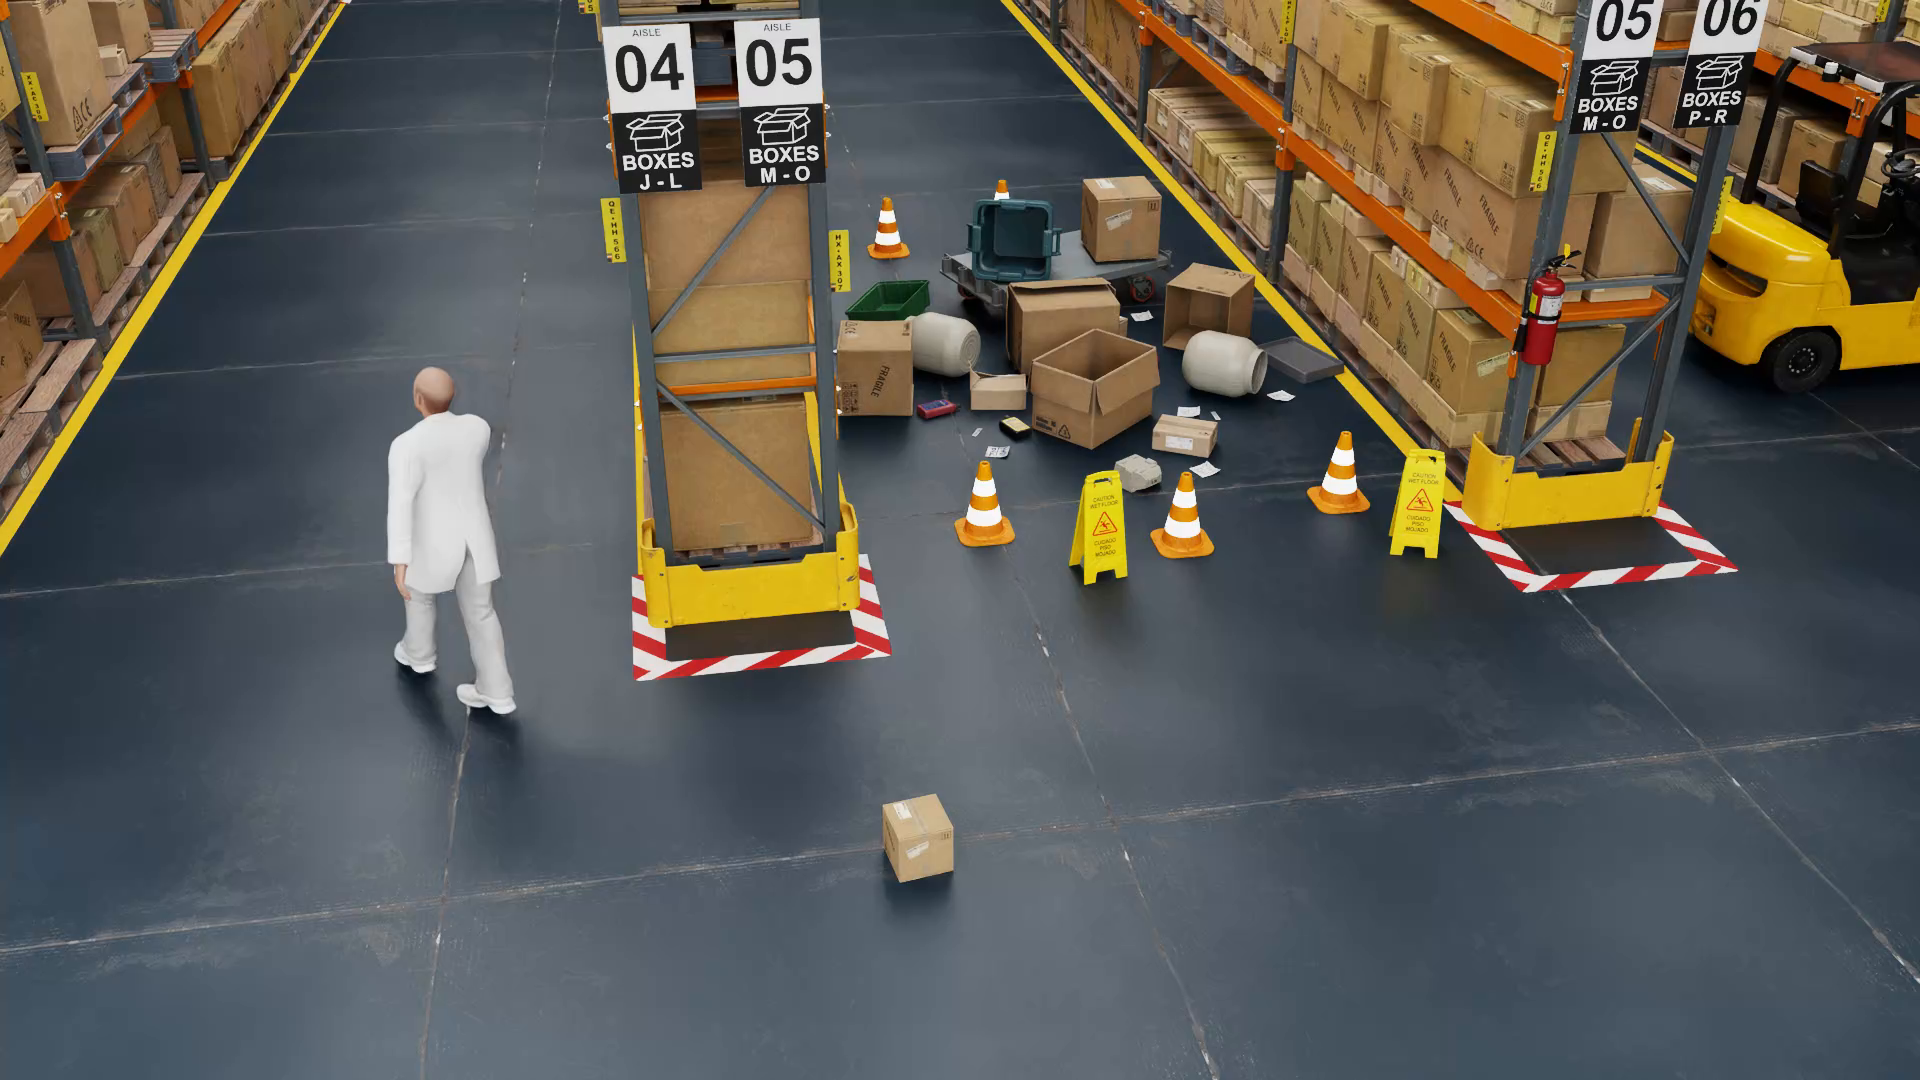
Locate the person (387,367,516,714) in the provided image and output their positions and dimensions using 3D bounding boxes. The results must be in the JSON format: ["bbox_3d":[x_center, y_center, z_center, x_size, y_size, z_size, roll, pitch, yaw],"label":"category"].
[{"bbox_3d":[-2.589,-0.022,8.174,0.690,1.742,0.975,-26,39,-37],"label":"person"}]
